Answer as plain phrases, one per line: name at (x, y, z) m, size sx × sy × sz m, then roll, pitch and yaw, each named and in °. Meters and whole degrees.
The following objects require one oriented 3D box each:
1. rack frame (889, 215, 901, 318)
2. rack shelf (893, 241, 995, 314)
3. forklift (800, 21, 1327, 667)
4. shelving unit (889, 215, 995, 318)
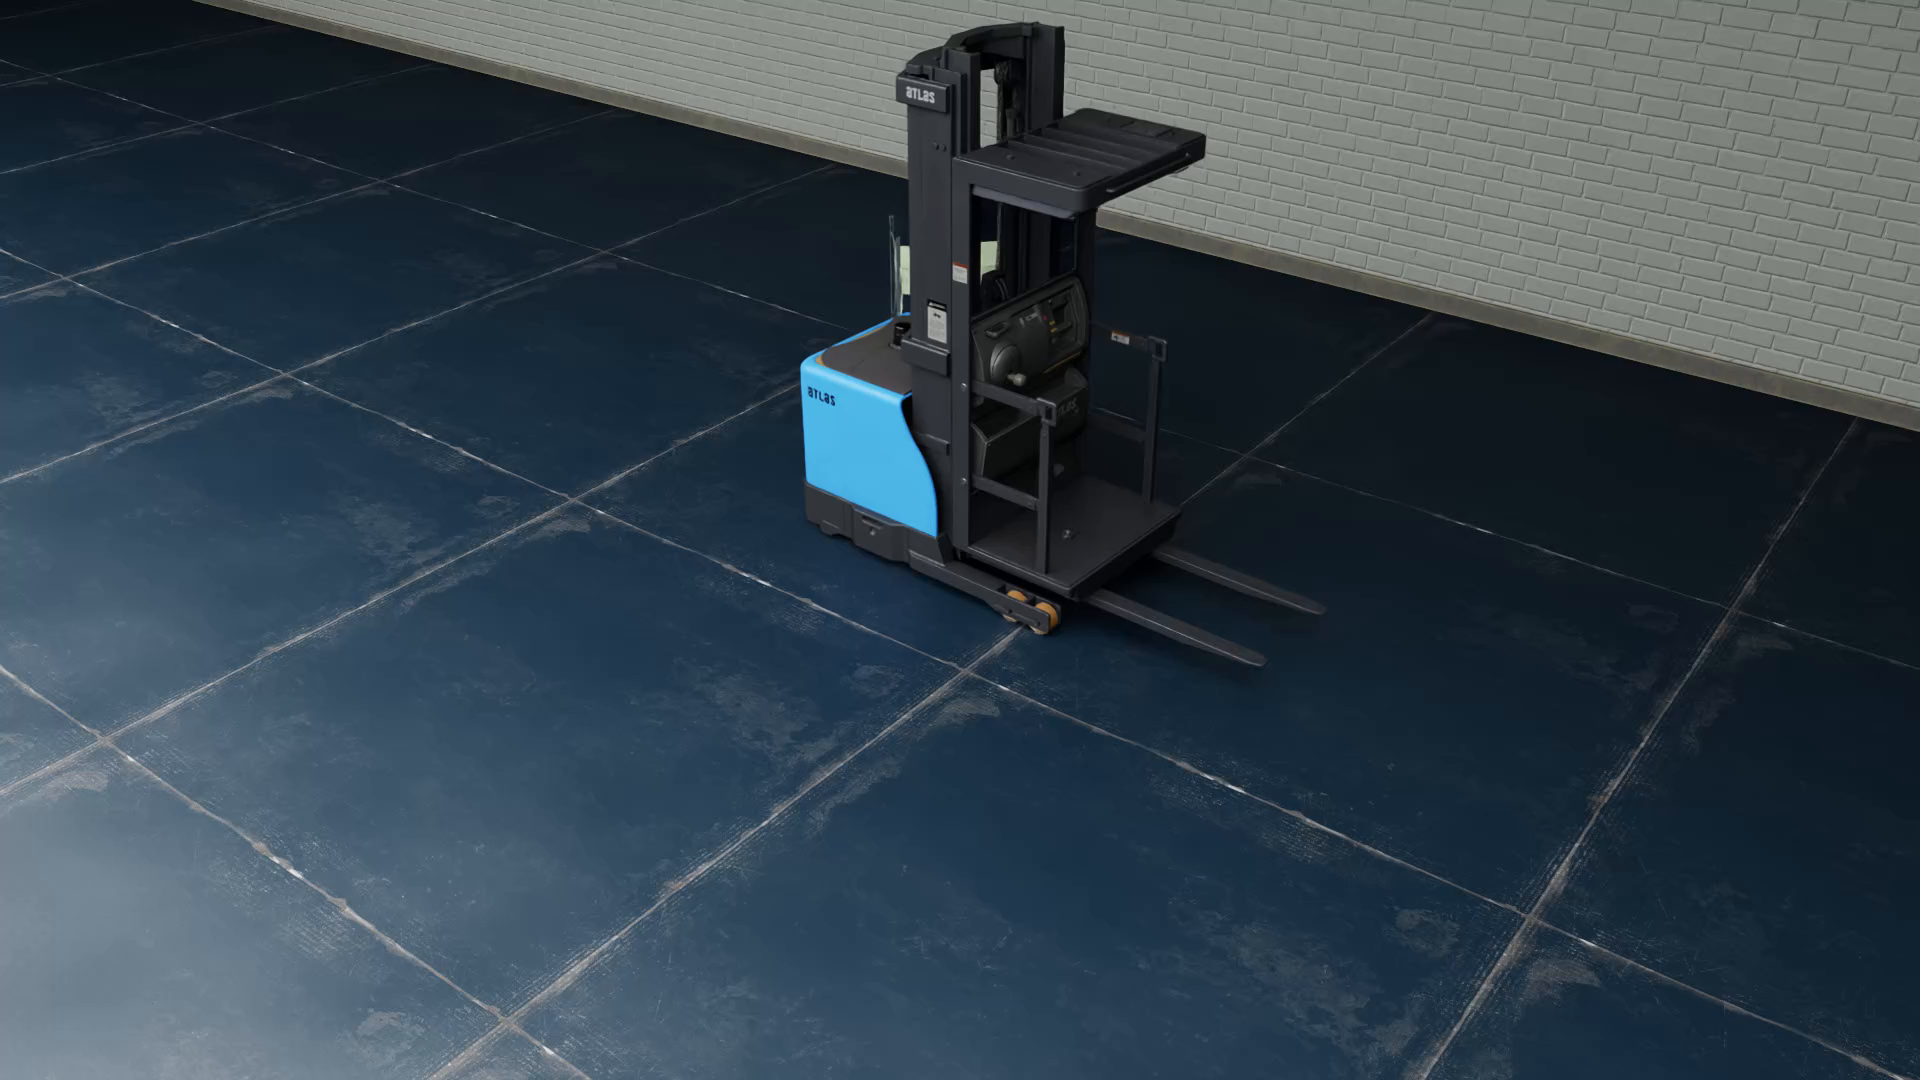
rack frame at (-0.393, -1.238, 10.368) m, size 0.023 × 1.500 × 0.400 m, roll -4°, pitch 31°, yaw -7°
rack shelf at (-0.031, -1.600, 10.213) m, size 0.720 × 0.370 × 0.431 m, roll -4°, pitch 31°, yaw -7°
forklift at (0.542, -1.062, 8.667) m, size 3.031 × 2.935 × 1.130 m, roll 23°, pitch 37°, yaw 33°
shelving unit at (-0.031, -1.264, 10.412) m, size 0.755 × 1.500 × 0.431 m, roll -4°, pitch 31°, yaw -7°
